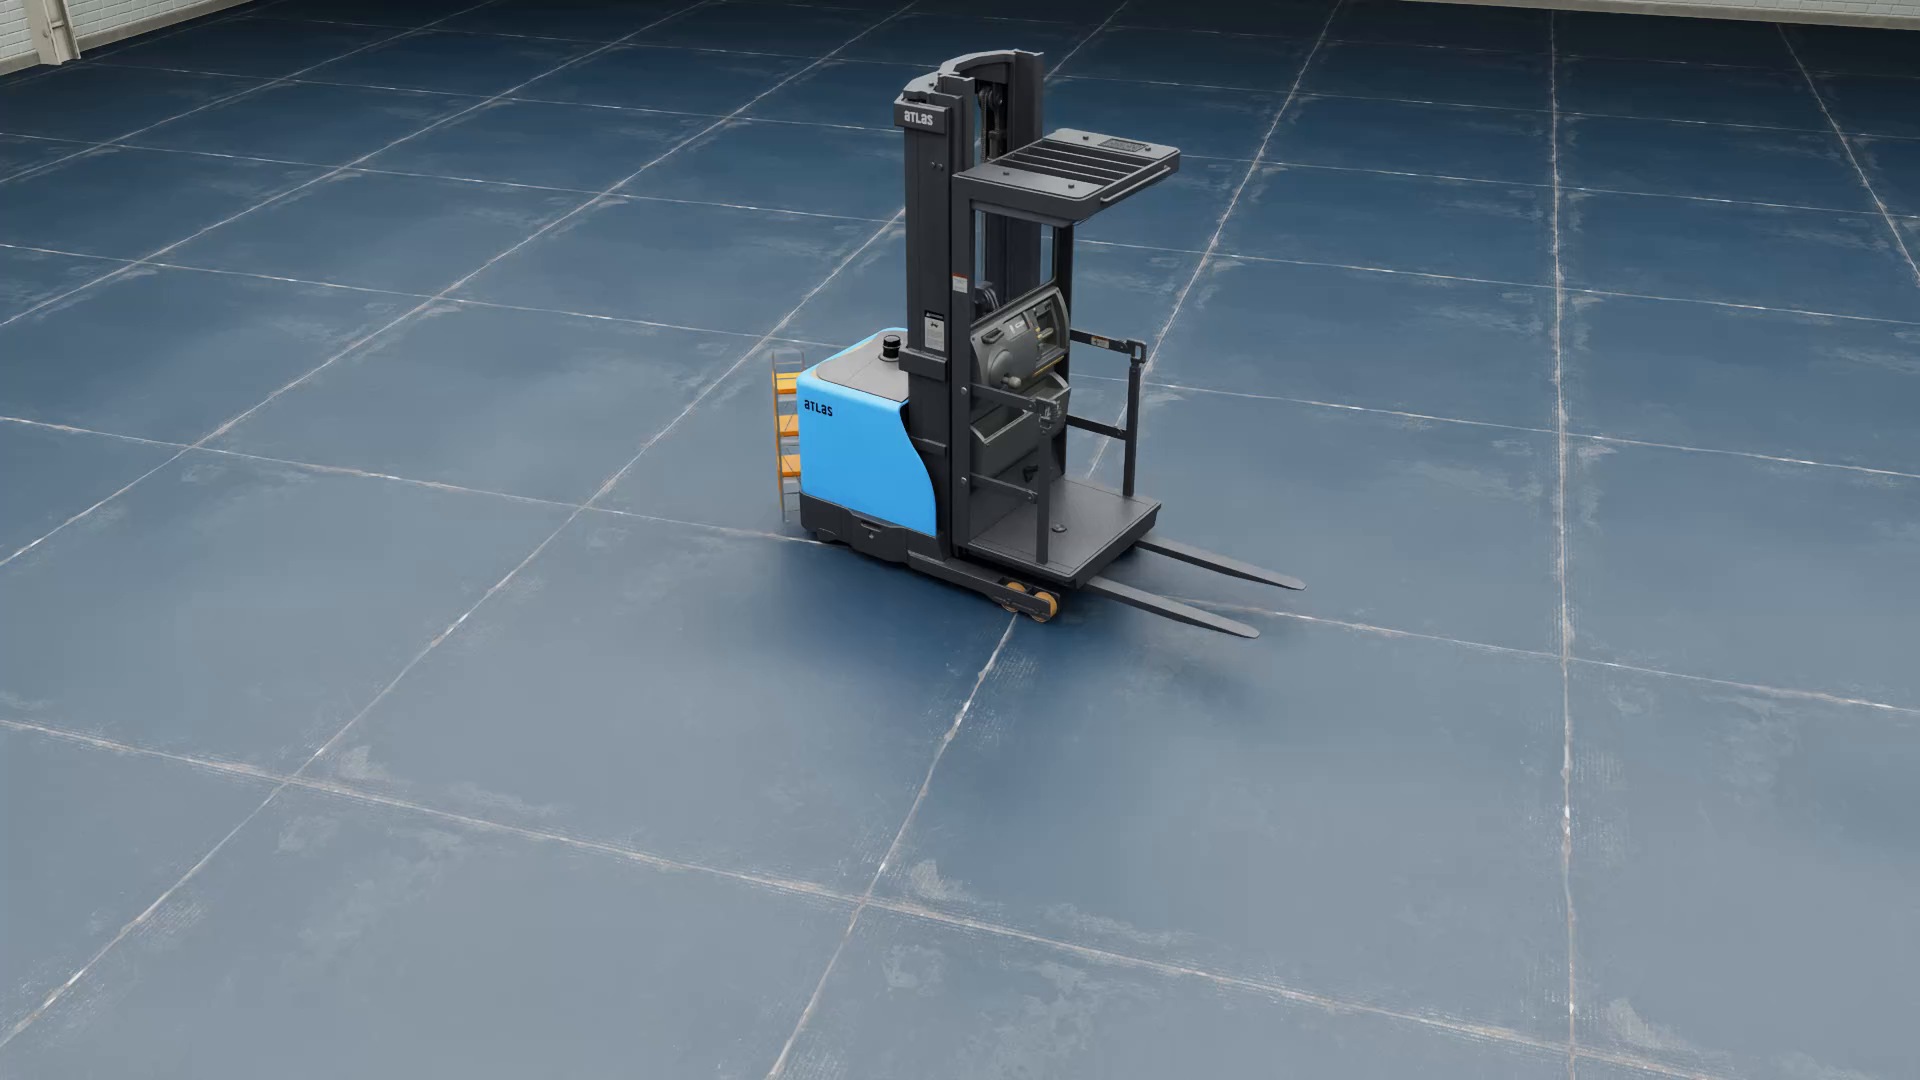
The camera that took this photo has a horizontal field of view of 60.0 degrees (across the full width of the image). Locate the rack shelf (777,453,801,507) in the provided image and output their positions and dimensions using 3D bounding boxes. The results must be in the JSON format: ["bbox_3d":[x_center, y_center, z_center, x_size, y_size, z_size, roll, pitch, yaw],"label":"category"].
[{"bbox_3d":[-1.039,-0.386,10.492,0.215,0.259,0.240,-4,29,-8],"label":"rack shelf"}]

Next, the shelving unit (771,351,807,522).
[{"bbox_3d":[-1.039,-0.638,10.352,0.215,1.050,0.252,-4,29,-8],"label":"shelving unit"}]

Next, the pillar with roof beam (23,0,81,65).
[{"bbox_3d":[-7.432,-9.469,18.051,9.100,9.000,0.400,8,30,15],"label":"pillar with roof beam"}]

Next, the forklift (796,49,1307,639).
[{"bbox_3d":[0.516,-1.110,9.266,3.031,2.935,1.130,18,34,29],"label":"forklift"}]

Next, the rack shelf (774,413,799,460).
[{"bbox_3d":[-1.039,-0.629,10.357,0.215,0.259,0.240,-4,29,-8],"label":"rack shelf"}]

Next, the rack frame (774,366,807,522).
[{"bbox_3d":[-1.020,-0.579,10.247,0.200,1.050,0.008,-4,29,-8],"label":"rack frame"}]

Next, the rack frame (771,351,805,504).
[{"bbox_3d":[-1.057,-0.697,10.457,0.200,1.050,0.008,-4,29,-8],"label":"rack frame"}]

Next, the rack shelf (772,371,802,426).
[{"bbox_3d":[-1.039,-0.877,10.219,0.215,0.259,0.240,-4,29,-8],"label":"rack shelf"}]
